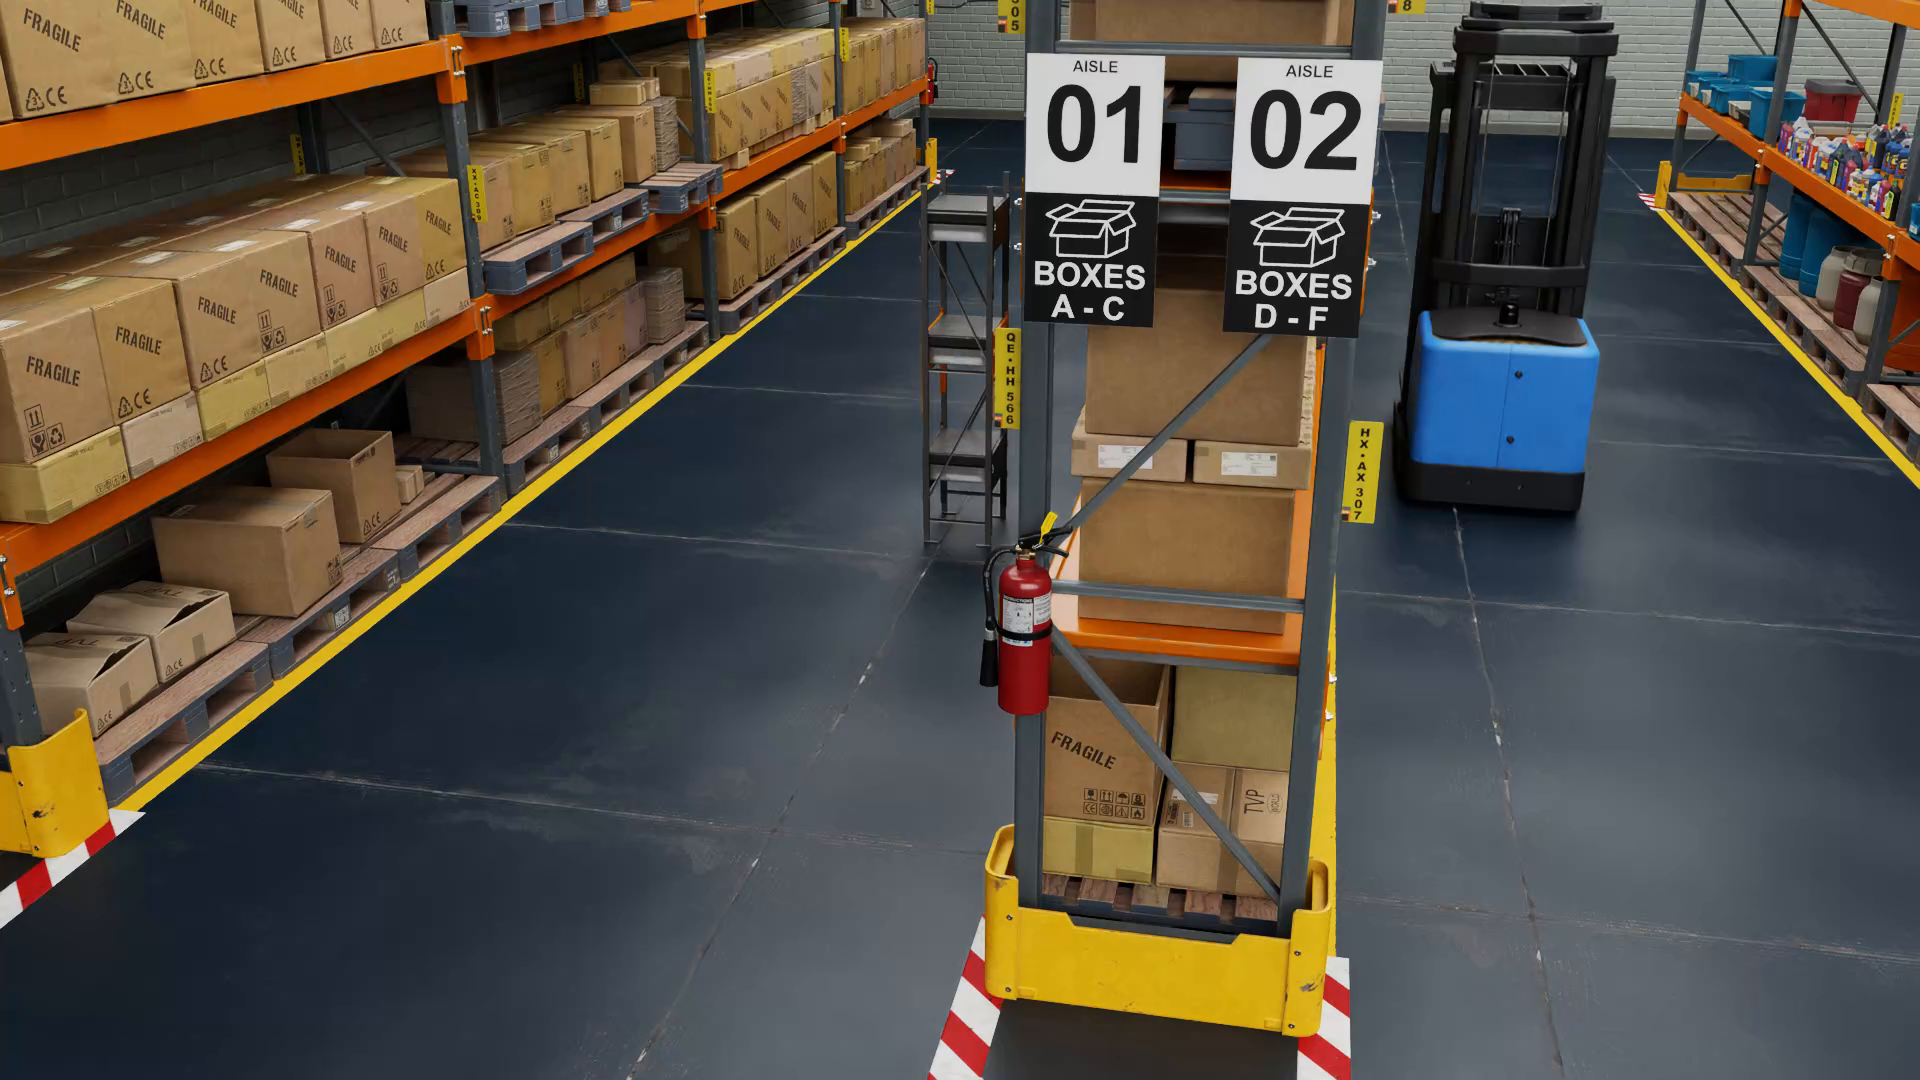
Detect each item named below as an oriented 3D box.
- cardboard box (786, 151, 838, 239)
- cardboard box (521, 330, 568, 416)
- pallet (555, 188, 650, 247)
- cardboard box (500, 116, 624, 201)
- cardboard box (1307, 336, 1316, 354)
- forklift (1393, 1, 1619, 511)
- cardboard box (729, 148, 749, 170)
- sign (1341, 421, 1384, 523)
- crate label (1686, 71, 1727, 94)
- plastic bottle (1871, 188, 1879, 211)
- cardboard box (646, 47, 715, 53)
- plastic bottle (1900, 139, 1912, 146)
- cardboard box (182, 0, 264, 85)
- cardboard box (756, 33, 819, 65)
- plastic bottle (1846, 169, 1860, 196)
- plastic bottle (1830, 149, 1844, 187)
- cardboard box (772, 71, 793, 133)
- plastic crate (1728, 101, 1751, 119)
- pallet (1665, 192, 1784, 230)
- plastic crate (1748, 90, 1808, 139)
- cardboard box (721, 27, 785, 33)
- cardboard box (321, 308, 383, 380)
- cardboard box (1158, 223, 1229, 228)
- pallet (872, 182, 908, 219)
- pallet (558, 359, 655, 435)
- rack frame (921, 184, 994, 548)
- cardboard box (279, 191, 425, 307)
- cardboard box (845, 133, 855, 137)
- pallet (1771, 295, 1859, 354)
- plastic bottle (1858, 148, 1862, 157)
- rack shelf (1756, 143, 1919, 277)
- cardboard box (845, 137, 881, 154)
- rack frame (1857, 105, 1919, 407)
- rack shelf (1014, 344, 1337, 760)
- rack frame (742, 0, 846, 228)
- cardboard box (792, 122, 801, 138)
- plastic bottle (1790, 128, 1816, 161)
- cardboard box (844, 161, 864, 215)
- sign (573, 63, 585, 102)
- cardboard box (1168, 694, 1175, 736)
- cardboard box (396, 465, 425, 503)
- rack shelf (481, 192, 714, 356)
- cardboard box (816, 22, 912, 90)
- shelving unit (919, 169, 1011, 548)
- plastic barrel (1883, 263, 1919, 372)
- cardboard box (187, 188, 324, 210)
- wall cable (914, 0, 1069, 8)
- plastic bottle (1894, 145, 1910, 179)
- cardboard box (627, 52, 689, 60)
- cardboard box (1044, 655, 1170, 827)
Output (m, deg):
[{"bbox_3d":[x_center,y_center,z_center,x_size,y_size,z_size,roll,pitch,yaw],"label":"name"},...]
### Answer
[{"bbox_3d":[-1.719,-3.527,16.912,0.750,0.750,0.750,5,22,12],"label":"cardboard box"},{"bbox_3d":[-3.156,-1.159,11.475,0.700,0.500,0.500,4,22,10],"label":"cardboard box"},{"bbox_3d":[-2.894,-2.298,11.802,1.003,0.211,1.213,4,22,11],"label":"pallet"},{"bbox_3d":[-2.849,-2.735,11.907,0.700,0.500,0.500,4,22,11],"label":"cardboard box"},{"bbox_3d":[1.239,-0.758,6.718,0.380,0.149,0.250,4,22,10],"label":"cardboard box"},{"bbox_3d":[3.593,-2.055,11.032,1.130,2.935,3.031,5,22,12],"label":"forklift"},{"bbox_3d":[-2.039,-3.292,14.323,0.380,0.149,0.250,5,23,13],"label":"cardboard box"},{"bbox_3d":[1.230,-0.206,5.086,0.100,0.325,0.005,4,22,11],"label":"sign"},{"bbox_3d":[8.428,-5.170,18.819,0.416,0.233,0.303,4,22,11],"label":"crate label"},{"bbox_3d":[6.922,-2.573,12.493,0.097,0.201,0.097,0,22,0],"label":"plastic bottle"},{"bbox_3d":[-2.474,-4.218,14.749,0.500,0.250,0.500,4,22,10],"label":"cardboard box"},{"bbox_3d":[8.043,-3.278,14.143,0.152,0.276,0.135,4,22,11],"label":"plastic bottle"},{"bbox_3d":[-3.514,-2.321,7.424,0.500,0.500,0.500,6,23,14],"label":"cardboard box"},{"bbox_3d":[-1.672,-4.742,16.051,0.500,0.250,0.500,5,22,12],"label":"cardboard box"},{"bbox_3d":[7.061,-2.822,13.111,0.097,0.201,0.097,0,22,0],"label":"plastic bottle"},{"bbox_3d":[7.132,-3.020,13.493,0.061,0.283,0.133,4,22,11],"label":"plastic bottle"},{"bbox_3d":[-1.863,-4.030,15.285,0.500,0.500,0.500,5,22,12],"label":"cardboard box"},{"bbox_3d":[8.046,-4.387,17.005,0.293,0.136,0.466,4,22,11],"label":"plastic crate"},{"bbox_3d":[8.595,-3.693,18.741,1.003,0.211,1.213,4,22,11],"label":"pallet"},{"bbox_3d":[7.746,-4.039,15.809,0.392,0.384,0.575,4,22,11],"label":"plastic crate"},{"bbox_3d":[-2.063,-4.971,16.618,0.500,0.250,0.500,5,23,13],"label":"cardboard box"},{"bbox_3d":[-3.343,-1.028,8.566,0.500,0.250,0.500,4,22,11],"label":"cardboard box"},{"bbox_3d":[1.010,-1.027,6.518,0.700,0.500,0.500,5,22,11],"label":"cardboard box"},{"bbox_3d":[-1.235,-4.004,19.512,1.003,0.211,1.213,4,22,11],"label":"pallet"},{"bbox_3d":[-2.942,-1.091,12.279,1.003,0.211,1.213,4,22,11],"label":"pallet"},{"bbox_3d":[-0.016,-0.945,9.390,0.400,2.100,0.015,4,22,11],"label":"rack frame"},{"bbox_3d":[-3.236,-1.560,8.881,0.500,0.500,0.500,4,22,11],"label":"cardboard box"},{"bbox_3d":[-1.422,-4.618,19.219,0.380,0.149,0.250,4,22,10],"label":"cardboard box"},{"bbox_3d":[7.540,-1.802,14.046,1.003,0.211,1.213,4,22,11],"label":"pallet"},{"bbox_3d":[7.332,-3.076,13.649,0.097,0.271,0.097,0,22,0],"label":"plastic bottle"},{"bbox_3d":[7.577,-2.757,13.647,1.077,0.370,4.000,4,22,11],"label":"rack shelf"},{"bbox_3d":[-1.106,-4.482,18.882,0.380,0.149,0.250,4,22,9],"label":"cardboard box"},{"bbox_3d":[7.169,-2.359,11.697,1.000,3.000,0.127,4,22,11],"label":"rack frame"},{"bbox_3d":[1.096,-0.210,7.323,1.077,0.370,4.000,4,22,11],"label":"rack shelf"},{"bbox_3d":[-1.714,-4.577,17.204,1.000,3.000,0.127,4,22,11],"label":"rack frame"},{"bbox_3d":[-1.742,-3.954,15.966,0.380,0.149,0.250,4,22,11],"label":"cardboard box"},{"bbox_3d":[7.443,-3.491,14.672,0.152,0.276,0.135,4,22,11],"label":"plastic bottle"},{"bbox_3d":[-1.461,-3.878,18.252,0.700,0.500,0.500,5,22,12],"label":"cardboard box"},{"bbox_3d":[-3.074,-3.693,13.458,0.100,0.325,0.005,4,22,11],"label":"sign"},{"bbox_3d":[0.698,0.683,7.262,0.500,0.250,0.500,4,22,11],"label":"cardboard box"},{"bbox_3d":[-3.426,-0.344,9.895,0.380,0.166,0.250,2,22,4],"label":"cardboard box"},{"bbox_3d":[-2.938,-2.049,11.890,1.077,0.370,4.000,4,22,11],"label":"rack shelf"},{"bbox_3d":[-1.129,-5.725,19.653,0.980,0.700,0.700,4,22,10],"label":"cardboard box"},{"bbox_3d":[0.034,-1.035,9.612,0.431,2.100,0.503,4,22,11],"label":"shelving unit"},{"bbox_3d":[7.252,-1.728,12.471,0.600,0.830,0.708,4,22,11],"label":"plastic barrel"},{"bbox_3d":[-3.756,-1.594,8.967,0.500,0.500,0.500,4,22,11],"label":"cardboard box"},{"bbox_3d":[0.606,-9.424,25.364,3.097,2.526,0.112,4,22,11],"label":"wall cable"},{"bbox_3d":[7.843,-3.144,13.818,0.097,0.271,0.097,0,22,0],"label":"plastic bottle"},{"bbox_3d":[-2.582,-4.031,14.284,0.500,0.250,0.500,4,22,9],"label":"cardboard box"},{"bbox_3d":[0.506,0.701,6.211,0.500,0.500,0.500,4,22,11],"label":"cardboard box"}]
